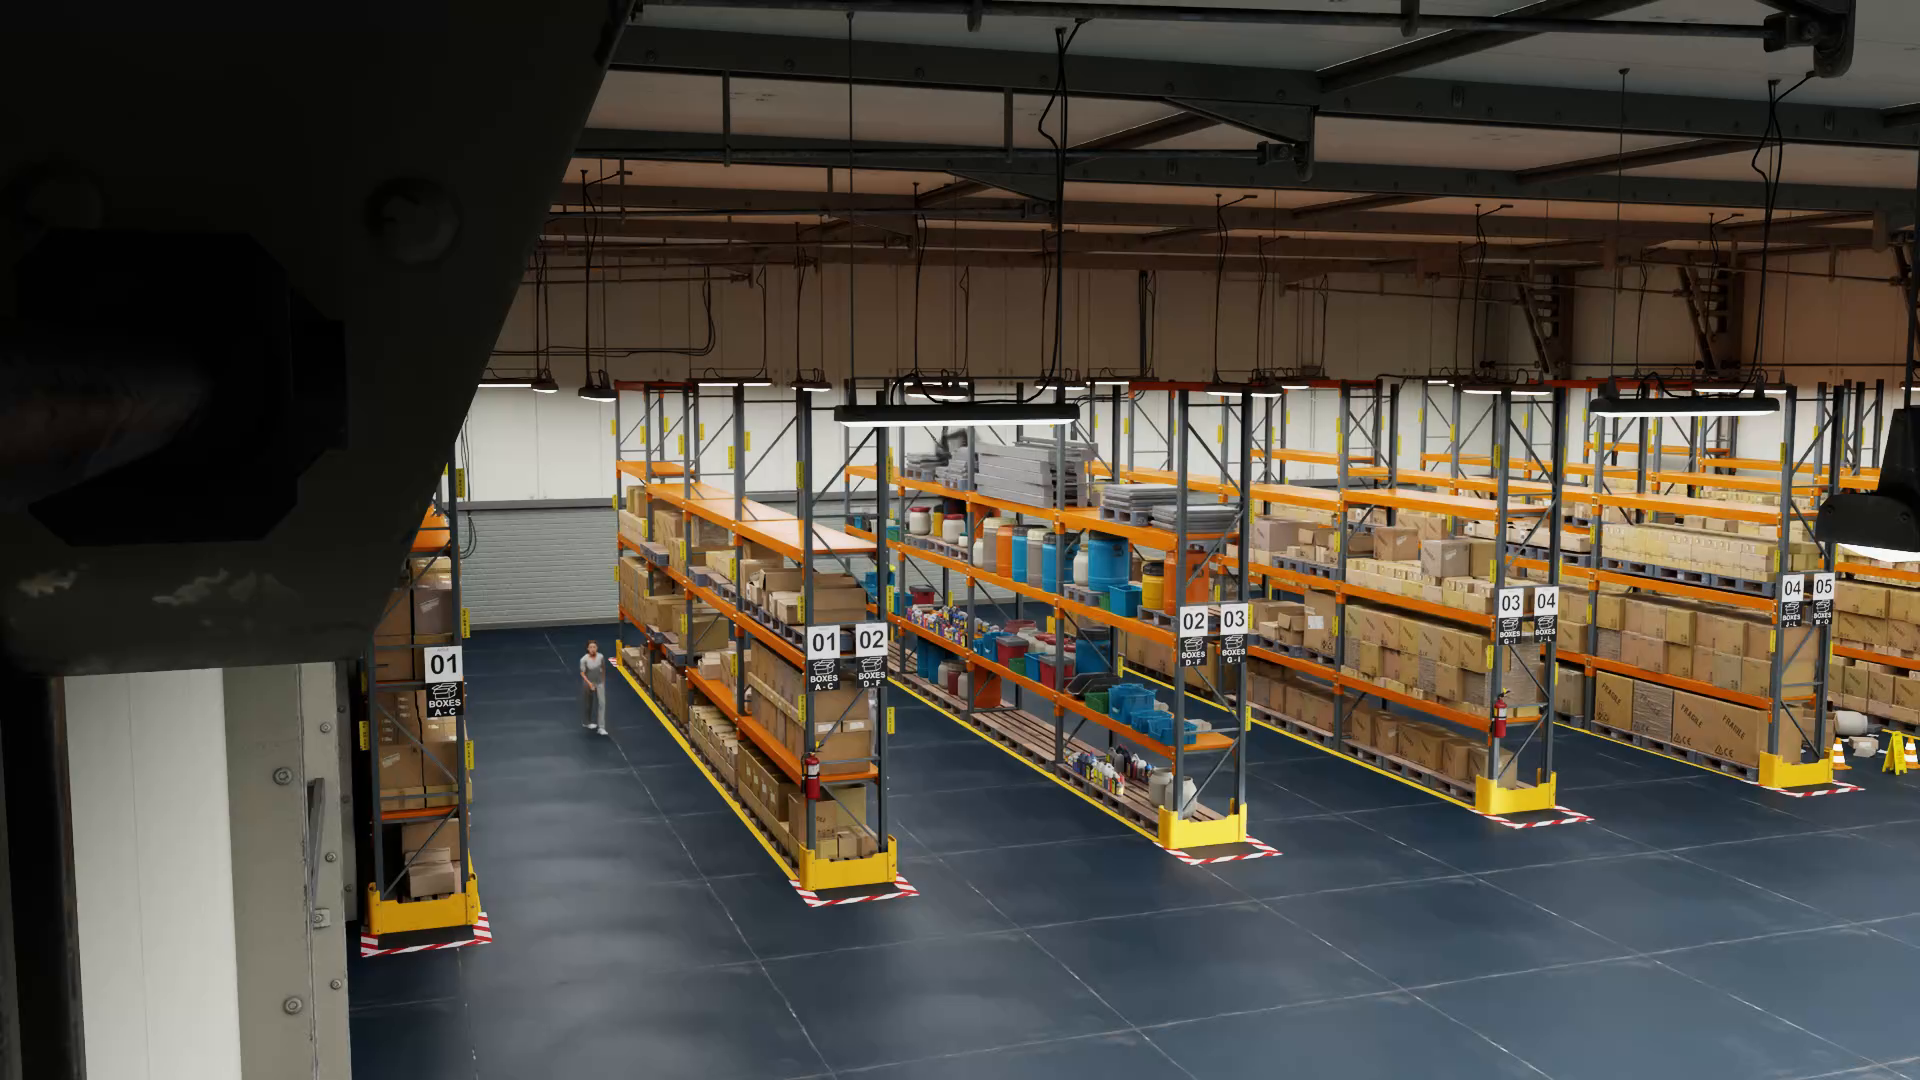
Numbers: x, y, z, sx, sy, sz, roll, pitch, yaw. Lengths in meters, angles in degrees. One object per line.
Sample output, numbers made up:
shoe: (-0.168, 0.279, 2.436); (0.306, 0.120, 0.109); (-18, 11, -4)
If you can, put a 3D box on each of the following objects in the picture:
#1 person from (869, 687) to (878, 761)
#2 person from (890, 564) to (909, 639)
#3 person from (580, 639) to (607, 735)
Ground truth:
person: (-1.574, 2.694, 26.733); (0.833, 1.652, 0.604); (6, 8, 44)
person: (-1.617, 1.423, 38.081); (0.898, 1.763, 0.759); (0, 6, -3)
person: (-6.261, 2.488, 28.389); (0.476, 1.610, 0.960); (-3, 7, -22)
